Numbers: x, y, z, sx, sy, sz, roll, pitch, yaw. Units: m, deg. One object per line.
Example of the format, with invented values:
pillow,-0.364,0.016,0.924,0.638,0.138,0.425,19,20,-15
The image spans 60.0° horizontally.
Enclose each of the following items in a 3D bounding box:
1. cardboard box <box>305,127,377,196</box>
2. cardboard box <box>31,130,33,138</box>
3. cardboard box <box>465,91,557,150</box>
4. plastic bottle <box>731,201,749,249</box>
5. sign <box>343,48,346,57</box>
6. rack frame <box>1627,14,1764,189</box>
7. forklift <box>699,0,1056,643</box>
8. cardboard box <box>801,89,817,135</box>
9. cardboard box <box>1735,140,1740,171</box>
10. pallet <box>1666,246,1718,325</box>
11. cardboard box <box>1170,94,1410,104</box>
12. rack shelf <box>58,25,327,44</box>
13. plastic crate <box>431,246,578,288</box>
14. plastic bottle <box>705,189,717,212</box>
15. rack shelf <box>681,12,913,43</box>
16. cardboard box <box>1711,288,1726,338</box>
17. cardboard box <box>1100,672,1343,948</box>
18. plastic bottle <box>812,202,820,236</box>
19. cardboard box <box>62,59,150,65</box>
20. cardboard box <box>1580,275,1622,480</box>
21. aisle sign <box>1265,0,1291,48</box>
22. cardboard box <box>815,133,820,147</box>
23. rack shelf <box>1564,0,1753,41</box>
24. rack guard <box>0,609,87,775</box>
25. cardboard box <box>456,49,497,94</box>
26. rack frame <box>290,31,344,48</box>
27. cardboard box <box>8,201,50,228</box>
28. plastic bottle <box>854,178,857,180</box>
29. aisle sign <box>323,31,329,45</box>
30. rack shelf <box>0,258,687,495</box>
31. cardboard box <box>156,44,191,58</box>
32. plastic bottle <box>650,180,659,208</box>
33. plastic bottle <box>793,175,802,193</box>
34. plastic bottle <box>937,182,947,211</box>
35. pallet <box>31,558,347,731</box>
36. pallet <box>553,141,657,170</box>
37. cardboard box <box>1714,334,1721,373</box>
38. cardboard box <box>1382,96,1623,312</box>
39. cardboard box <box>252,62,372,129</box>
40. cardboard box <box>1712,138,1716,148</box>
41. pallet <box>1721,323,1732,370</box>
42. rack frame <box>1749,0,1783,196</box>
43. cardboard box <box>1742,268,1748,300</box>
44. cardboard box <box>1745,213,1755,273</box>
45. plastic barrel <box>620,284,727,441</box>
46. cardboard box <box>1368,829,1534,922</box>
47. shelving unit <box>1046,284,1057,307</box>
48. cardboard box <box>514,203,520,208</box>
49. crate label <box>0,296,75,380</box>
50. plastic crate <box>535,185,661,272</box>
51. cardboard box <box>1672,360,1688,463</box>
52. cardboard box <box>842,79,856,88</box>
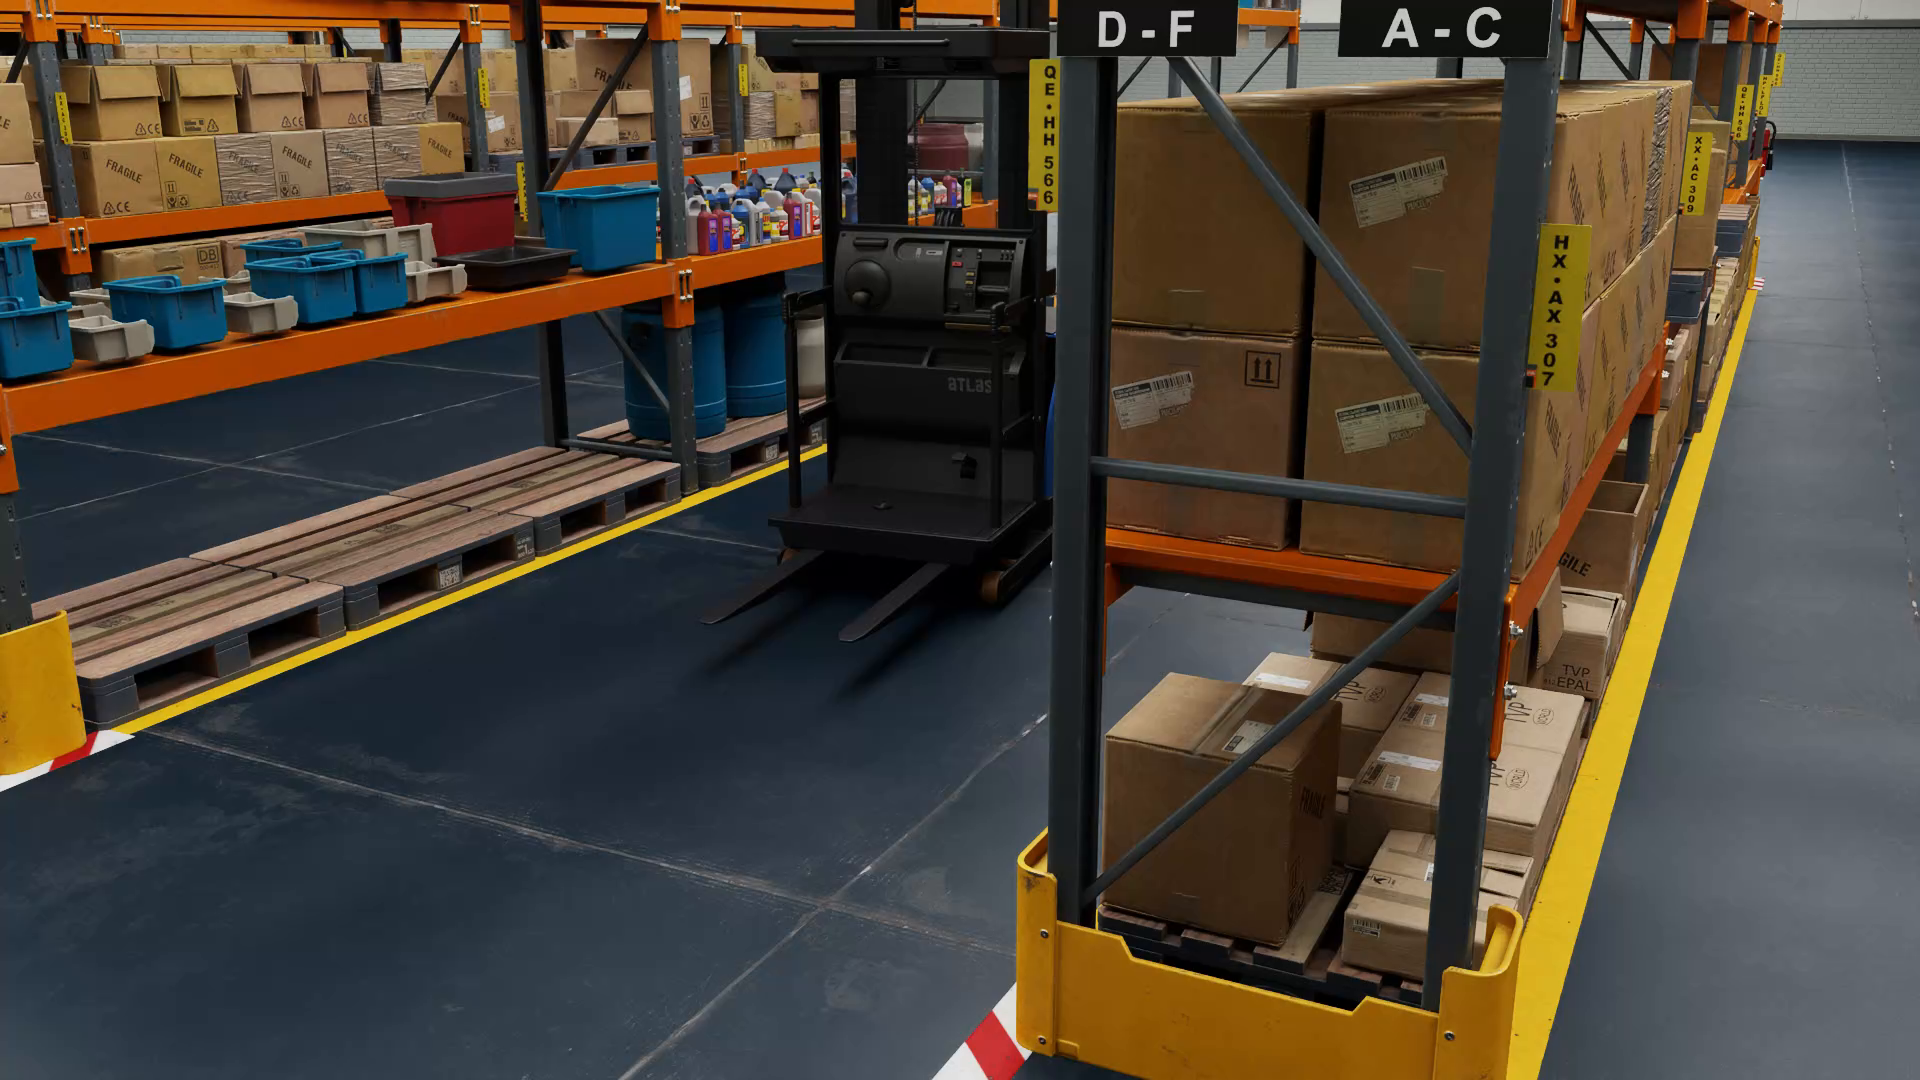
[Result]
cardboard box,-5.056,-3.040,13.315,0.500,0.500,0.500,7,18,24
cardboard box,-9.029,-3.833,15.864,0.380,0.149,0.250,8,19,26
cardboard box,-4.235,-3.955,15.658,0.700,0.500,0.500,11,20,33
plastic bottle,-1.273,-1.827,9.633,0.097,0.271,0.097,0,17,0
sign,-9.404,-7.337,25.371,0.100,0.325,0.005,8,18,25
rack frame,6.048,-3.166,13.914,1.000,3.000,0.127,8,18,25
forklift,-0.214,-1.237,7.540,1.130,2.935,3.031,6,18,19
cardboard box,-2.168,-4.987,19.349,0.875,0.500,0.500,8,18,25
cardboard box,6.926,-3.720,15.606,0.700,0.500,0.500,9,19,27
pallet,2.928,-1.225,7.719,1.003,0.211,1.213,8,18,25
cardboard box,0.864,-0.913,4.399,0.500,0.500,0.500,9,19,27
rack shelf,-10.785,-7.290,23.796,1.077,0.370,4.000,8,18,25
plastic crate,-2.216,-1.337,8.134,0.437,0.125,0.590,8,18,25
plastic bottle,-1.561,-2.049,10.381,0.097,0.271,0.097,0,17,0
rack shelf,-1.919,-6.029,19.551,1.077,0.370,4.000,8,18,25
cardboard box,5.214,-1.659,11.949,0.500,0.311,0.500,8,18,24
cardboard box,0.708,0.709,4.488,0.500,0.500,0.500,8,18,25
plastic bottle,-0.919,-1.995,10.322,0.097,0.201,0.097,0,17,0
cardboard box,-8.783,-4.705,17.165,0.700,0.500,0.500,8,18,25
cardboard box,1.573,-0.496,4.750,0.500,0.500,0.500,8,18,25
aisle sign,3.703,-6.042,19.033,0.394,0.787,0.004,8,18,25
cardboard box,-1.789,-4.707,19.544,0.380,0.149,0.250,8,18,25
rack shelf,3.367,-2.730,8.444,1.077,0.370,4.000,8,18,25
rack guard,-3.743,0.466,6.077,1.175,0.500,0.348,8,18,25
cardboard box,-6.503,-6.038,21.424,0.875,0.550,0.550,8,18,25
rack frame,-9.891,-6.706,25.836,1.000,3.000,0.127,8,18,25
cardboard box,-6.231,-2.149,10.934,0.380,0.149,0.250,8,18,26
plastic bottle,-0.772,-2.563,12.233,0.097,0.201,0.097,0,17,0
aisle sign,-9.604,-7.932,25.394,0.394,0.787,0.004,8,18,25
rack shelf,-2.850,-0.905,7.565,1.077,0.370,4.000,8,18,25
cardboard box,-11.040,-6.569,22.919,0.700,0.500,0.500,8,18,26
plastic bottle,-1.839,-2.011,10.114,0.144,0.351,0.185,8,18,25
plastic bottle,-1.141,-2.386,11.514,0.097,0.271,0.097,0,17,0
plastic bottle,-0.139,-2.439,11.818,0.097,0.201,0.097,0,17,0
pallet,-3.341,0.392,6.835,1.003,0.211,1.213,8,18,25
pallet,-3.752,-3.825,16.472,1.003,0.211,1.213,8,18,25
cardboard box,5.208,-1.387,12.018,0.500,0.250,0.500,8,18,24
cardboard box,1.347,-0.850,4.185,0.500,0.500,0.500,8,18,26
cardboard box,-5.235,-3.587,13.395,0.797,0.503,0.637,9,19,27
cardboard box,3.135,-1.652,7.906,0.700,0.500,0.500,12,20,34
pallet,5.754,-1.636,13.662,1.003,0.211,1.213,8,18,25
rack frame,7.835,-4.184,17.344,1.000,3.000,0.127,8,18,25
cardboard box,6.982,-2.382,15.367,0.500,0.250,0.500,8,18,25
cardboard box,6.982,-2.741,15.260,0.500,0.500,0.500,8,18,25
plastic barrel,-1.698,-1.091,9.876,0.600,0.901,0.708,8,18,25
cardboard box,1.292,0.912,4.390,0.380,0.166,0.250,8,18,25
shelving unit,0.442,-0.935,9.698,0.538,1.125,1.048,6,18,19
cardboard box,-4.100,-3.091,15.963,0.500,0.250,0.500,11,20,32
crate label,-3.339,-0.710,5.834,0.416,0.233,0.303,8,18,25
plastic crate,-1.860,-1.618,8.625,0.392,0.384,0.575,8,18,25
cardboard box,3.821,-0.759,9.430,0.500,0.500,0.500,7,18,23
cardboard box,-1.494,-5.689,19.955,0.500,0.500,0.500,8,18,25
